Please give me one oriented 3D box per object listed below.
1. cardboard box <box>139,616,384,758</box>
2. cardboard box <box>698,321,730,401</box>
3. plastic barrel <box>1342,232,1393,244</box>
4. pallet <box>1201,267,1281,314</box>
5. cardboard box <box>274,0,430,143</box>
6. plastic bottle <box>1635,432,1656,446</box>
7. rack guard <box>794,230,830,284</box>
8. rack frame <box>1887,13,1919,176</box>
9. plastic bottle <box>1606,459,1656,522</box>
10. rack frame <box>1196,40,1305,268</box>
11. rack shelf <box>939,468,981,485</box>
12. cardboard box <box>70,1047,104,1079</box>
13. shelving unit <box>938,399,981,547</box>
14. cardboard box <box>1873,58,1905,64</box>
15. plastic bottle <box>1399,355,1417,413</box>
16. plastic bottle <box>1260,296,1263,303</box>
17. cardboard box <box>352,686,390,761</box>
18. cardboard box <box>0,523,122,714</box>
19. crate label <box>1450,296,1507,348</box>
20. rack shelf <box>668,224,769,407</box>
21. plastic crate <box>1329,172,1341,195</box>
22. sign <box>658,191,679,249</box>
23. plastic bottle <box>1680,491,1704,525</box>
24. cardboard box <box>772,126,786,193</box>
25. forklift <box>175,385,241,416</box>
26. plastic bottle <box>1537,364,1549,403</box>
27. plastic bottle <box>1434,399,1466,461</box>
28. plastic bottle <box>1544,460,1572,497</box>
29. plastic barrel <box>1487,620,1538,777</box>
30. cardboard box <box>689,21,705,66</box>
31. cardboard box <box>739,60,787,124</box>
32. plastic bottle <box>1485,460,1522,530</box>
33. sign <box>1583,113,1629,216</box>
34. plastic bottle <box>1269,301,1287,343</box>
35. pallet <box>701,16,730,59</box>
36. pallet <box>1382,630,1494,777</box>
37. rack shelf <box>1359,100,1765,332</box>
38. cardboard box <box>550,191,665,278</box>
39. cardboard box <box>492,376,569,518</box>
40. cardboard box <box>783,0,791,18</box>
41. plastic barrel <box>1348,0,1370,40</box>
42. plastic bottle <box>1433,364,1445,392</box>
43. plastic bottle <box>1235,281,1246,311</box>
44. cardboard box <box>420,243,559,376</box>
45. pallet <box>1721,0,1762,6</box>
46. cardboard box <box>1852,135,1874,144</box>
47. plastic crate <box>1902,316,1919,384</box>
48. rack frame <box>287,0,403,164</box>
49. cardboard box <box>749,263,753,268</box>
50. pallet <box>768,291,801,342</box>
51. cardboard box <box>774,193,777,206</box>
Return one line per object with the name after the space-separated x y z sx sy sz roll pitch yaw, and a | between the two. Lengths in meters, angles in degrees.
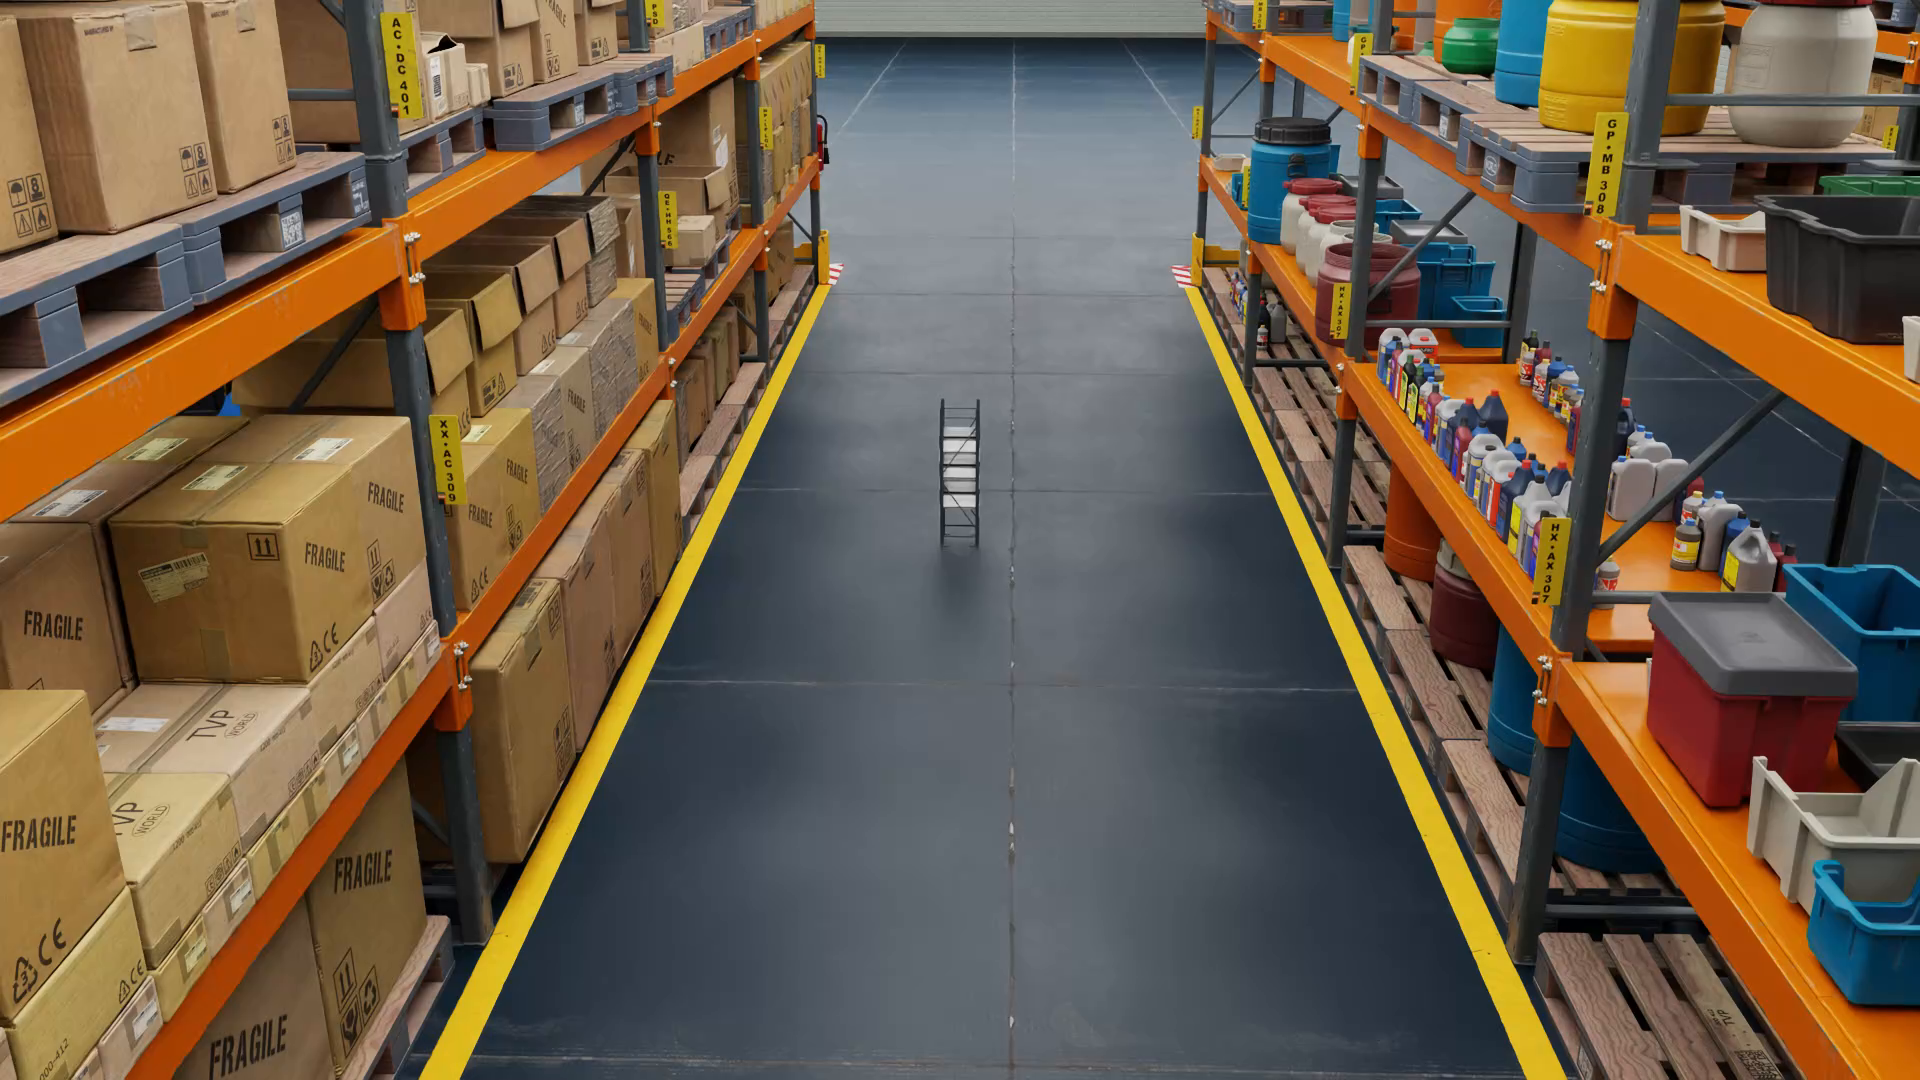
-2.102 0.438 5.049 0.500 0.250 0.500 1 21 3 | cardboard box
-2.168 -1.381 12.789 0.700 0.500 0.500 1 21 1 | cardboard box
2.552 -1.661 10.509 0.421 0.512 0.421 0 21 0 | plastic barrel
2.992 -2.505 16.694 1.003 0.211 1.213 1 21 2 | pallet
-2.330 -1.693 5.881 0.700 0.500 0.500 1 21 3 | cardboard box
3.074 -0.352 7.467 0.097 0.271 0.097 0 21 0 | plastic bottle
-1.975 -2.989 17.541 1.175 0.500 0.348 1 21 2 | rack guard
7.807 -2.625 13.148 1.000 3.000 0.127 1 21 2 | rack frame
2.884 -0.230 7.147 0.152 0.276 0.135 1 21 2 | plastic bottle
2.978 -4.127 17.019 1.000 3.000 0.127 1 21 2 | rack frame
0.000 -0.386 10.371 0.258 0.077 0.200 1 21 2 | rack shelf
-2.090 1.224 3.574 0.380 0.149 0.250 0 21 1 | cardboard box
0.000 -0.417 10.359 0.258 0.900 0.210 1 21 2 | shelving unit
7.860 -3.981 14.711 0.700 0.500 0.500 1 21 2 | cardboard box
2.334 -0.812 8.636 0.061 0.283 0.133 1 21 2 | plastic bottle
2.593 -1.956 14.478 0.144 0.351 0.185 0 21 -1 | plastic bottle
-2.035 0.574 5.250 0.380 0.149 0.250 0 21 1 | cardboard box
-2.642 0.275 4.432 0.500 0.500 0.500 0 21 0 | cardboard box
3.122 -1.305 9.976 0.303 0.233 0.416 1 21 2 | crate label
-2.155 -1.677 11.698 1.077 0.370 4.000 1 21 2 | rack shelf
2.999 -2.840 13.787 0.767 0.338 0.504 1 21 2 | plastic crate
-1.661 -1.824 9.482 0.100 0.325 0.005 1 21 2 | sign
3.056 -0.103 6.923 0.097 0.201 0.097 0 21 0 | plastic bottle
-1.969 -3.263 14.243 0.875 0.500 0.500 1 21 2 | cardboard box
-5.206 -1.461 10.243 3.031 2.935 1.130 -4 21 -9 | forklift
3.117 -0.831 8.798 0.097 0.201 0.097 0 21 0 | plastic bottle
2.356 -0.522 7.900 0.152 0.276 0.135 1 21 2 | plastic bottle
2.463 -0.167 6.880 0.144 0.351 0.185 1 21 2 | plastic bottle
2.668 0.542 7.307 0.600 0.901 0.708 1 21 2 | plastic barrel
-1.925 -3.156 10.577 0.500 0.250 0.500 1 21 3 | cardboard box
-1.797 -3.908 14.523 0.500 0.500 0.500 1 21 2 | cardboard box
2.328 -0.191 7.046 0.152 0.276 0.135 1 21 2 | plastic bottle
2.063 -1.198 5.310 0.100 0.325 0.005 1 21 2 | sign
2.732 -1.885 14.295 0.144 0.351 0.185 1 21 2 | plastic bottle
-2.248 -3.449 11.385 1.213 0.211 1.003 1 21 2 | pallet
2.712 0.791 8.199 1.003 0.211 1.213 1 21 2 | pallet
2.674 -1.575 7.288 1.077 0.370 4.000 1 21 2 | rack shelf
-2.323 -1.930 10.638 0.700 0.500 0.500 4 22 10 | cardboard box
-2.044 -0.416 7.315 0.500 0.500 0.500 0 21 0 | cardboard box
-1.780 -4.785 14.776 0.500 0.250 0.500 0 21 1 | cardboard box
3.038 -3.890 11.569 0.600 0.901 0.600 0 21 0 | plastic barrel
2.509 -0.827 8.789 0.097 0.201 0.097 0 21 0 | plastic bottle
2.598 -2.248 15.340 0.097 0.271 0.097 0 21 0 | plastic bottle
-2.291 -1.061 7.592 0.797 0.503 0.637 1 21 3 | cardboard box
7.881 -5.173 15.690 1.003 0.211 1.213 1 21 2 | pallet
7.616 -3.259 13.746 0.380 0.149 0.250 0 21 0 | cardboard box
2.306 -0.367 3.547 0.437 0.136 0.530 1 21 2 | plastic crate
-2.338 -2.640 4.892 1.000 3.000 0.127 1 21 2 | rack frame
-2.092 -2.342 15.294 0.500 0.500 0.500 -1 21 -3 | cardboard box
-2.075 -2.121 15.703 1.003 0.211 1.213 1 21 2 | pallet
-1.789 -2.964 14.369 0.380 0.149 0.250 1 21 2 | cardboard box
